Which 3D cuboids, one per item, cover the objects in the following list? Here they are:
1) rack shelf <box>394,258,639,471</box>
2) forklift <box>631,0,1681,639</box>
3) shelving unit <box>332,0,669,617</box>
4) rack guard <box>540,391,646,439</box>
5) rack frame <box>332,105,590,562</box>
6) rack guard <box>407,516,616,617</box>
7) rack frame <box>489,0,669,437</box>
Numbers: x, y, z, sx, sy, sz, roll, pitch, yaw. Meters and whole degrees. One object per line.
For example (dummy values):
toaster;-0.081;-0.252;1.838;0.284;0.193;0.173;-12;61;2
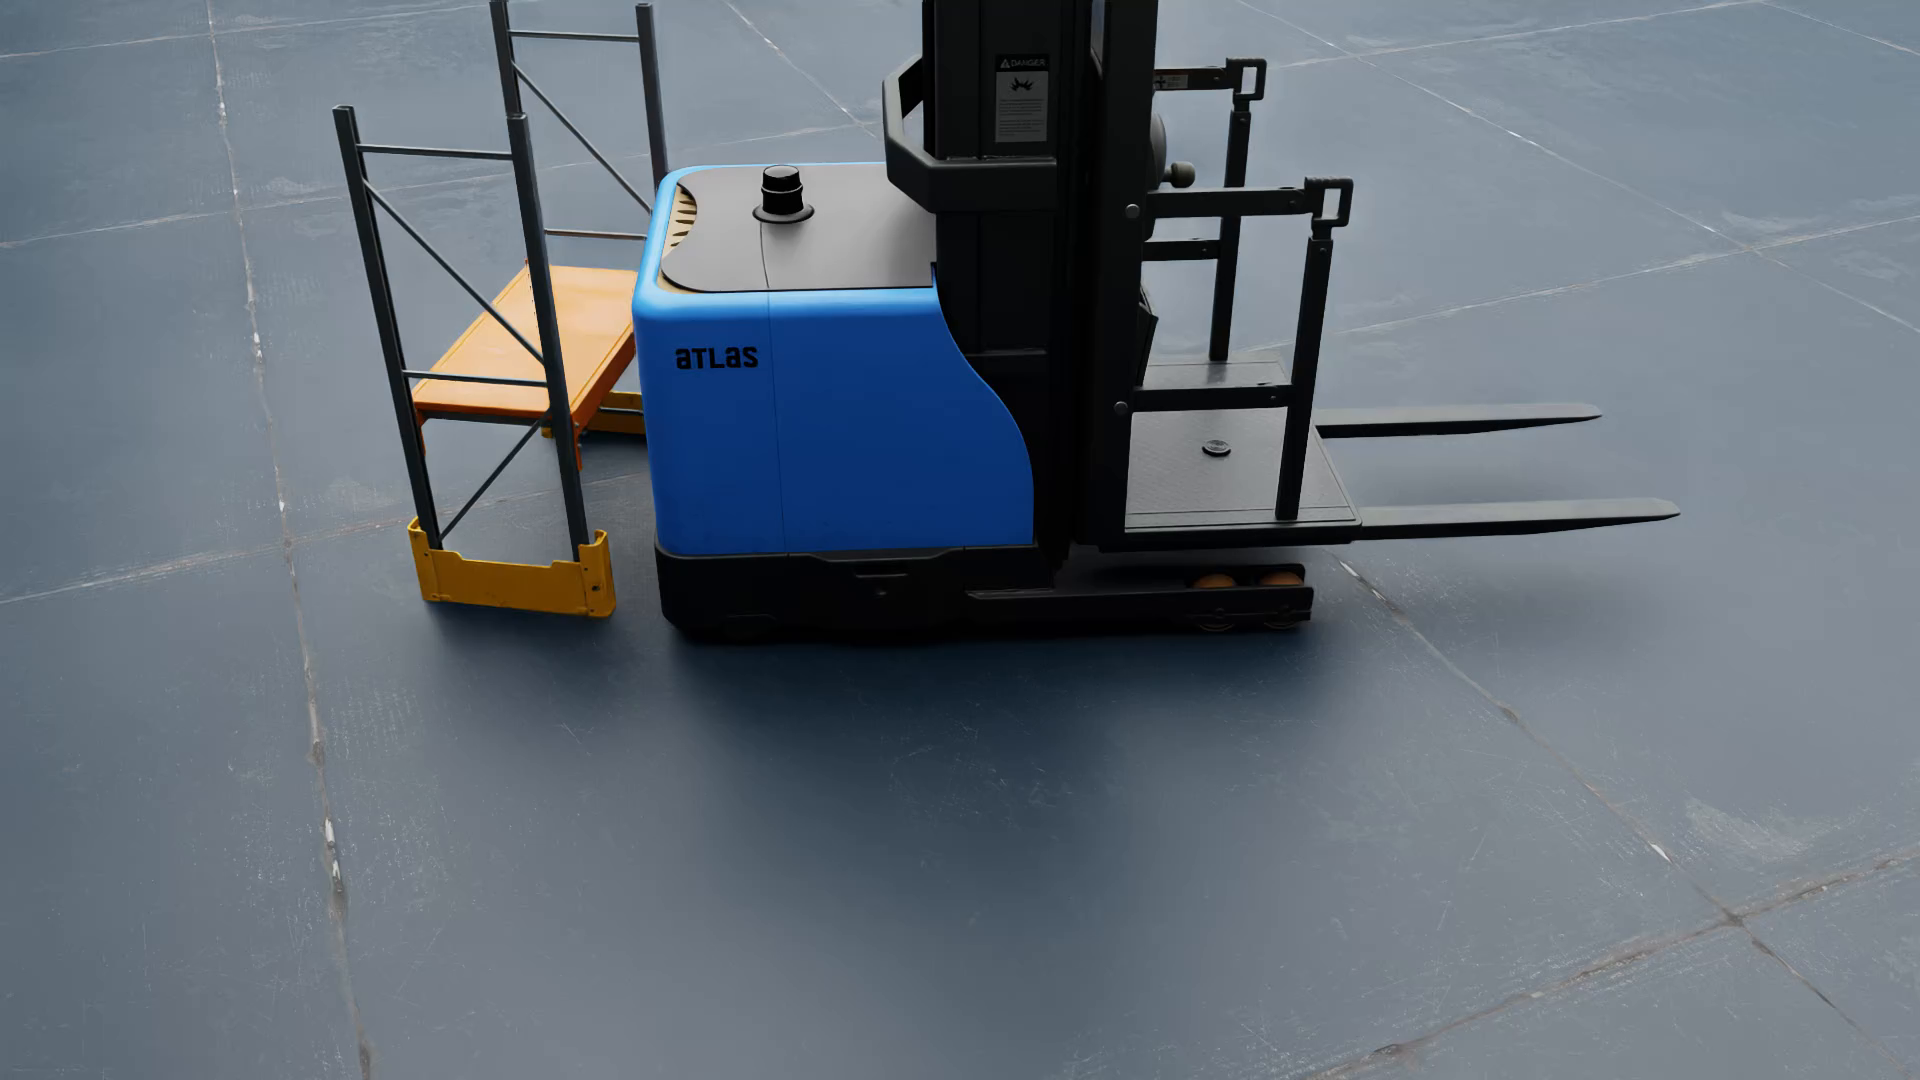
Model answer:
rack shelf;-1.245;-0.560;5.066;0.538;0.185;1.000;5;33;7
forklift;0.623;-1.250;4.484;3.031;2.935;1.130;-2;33;-3
shelving unit;-1.243;-0.716;4.975;0.587;1.500;1.083;5;33;7
rack guard;-1.168;-0.461;5.729;0.587;0.250;0.087;5;33;7
rack frame;-1.321;-0.437;4.546;0.500;1.500;0.032;5;33;7
rack guard;-1.318;0.076;4.903;0.587;0.250;0.087;5;33;7
rack frame;-1.168;-0.985;5.389;0.500;1.500;0.032;5;33;7
